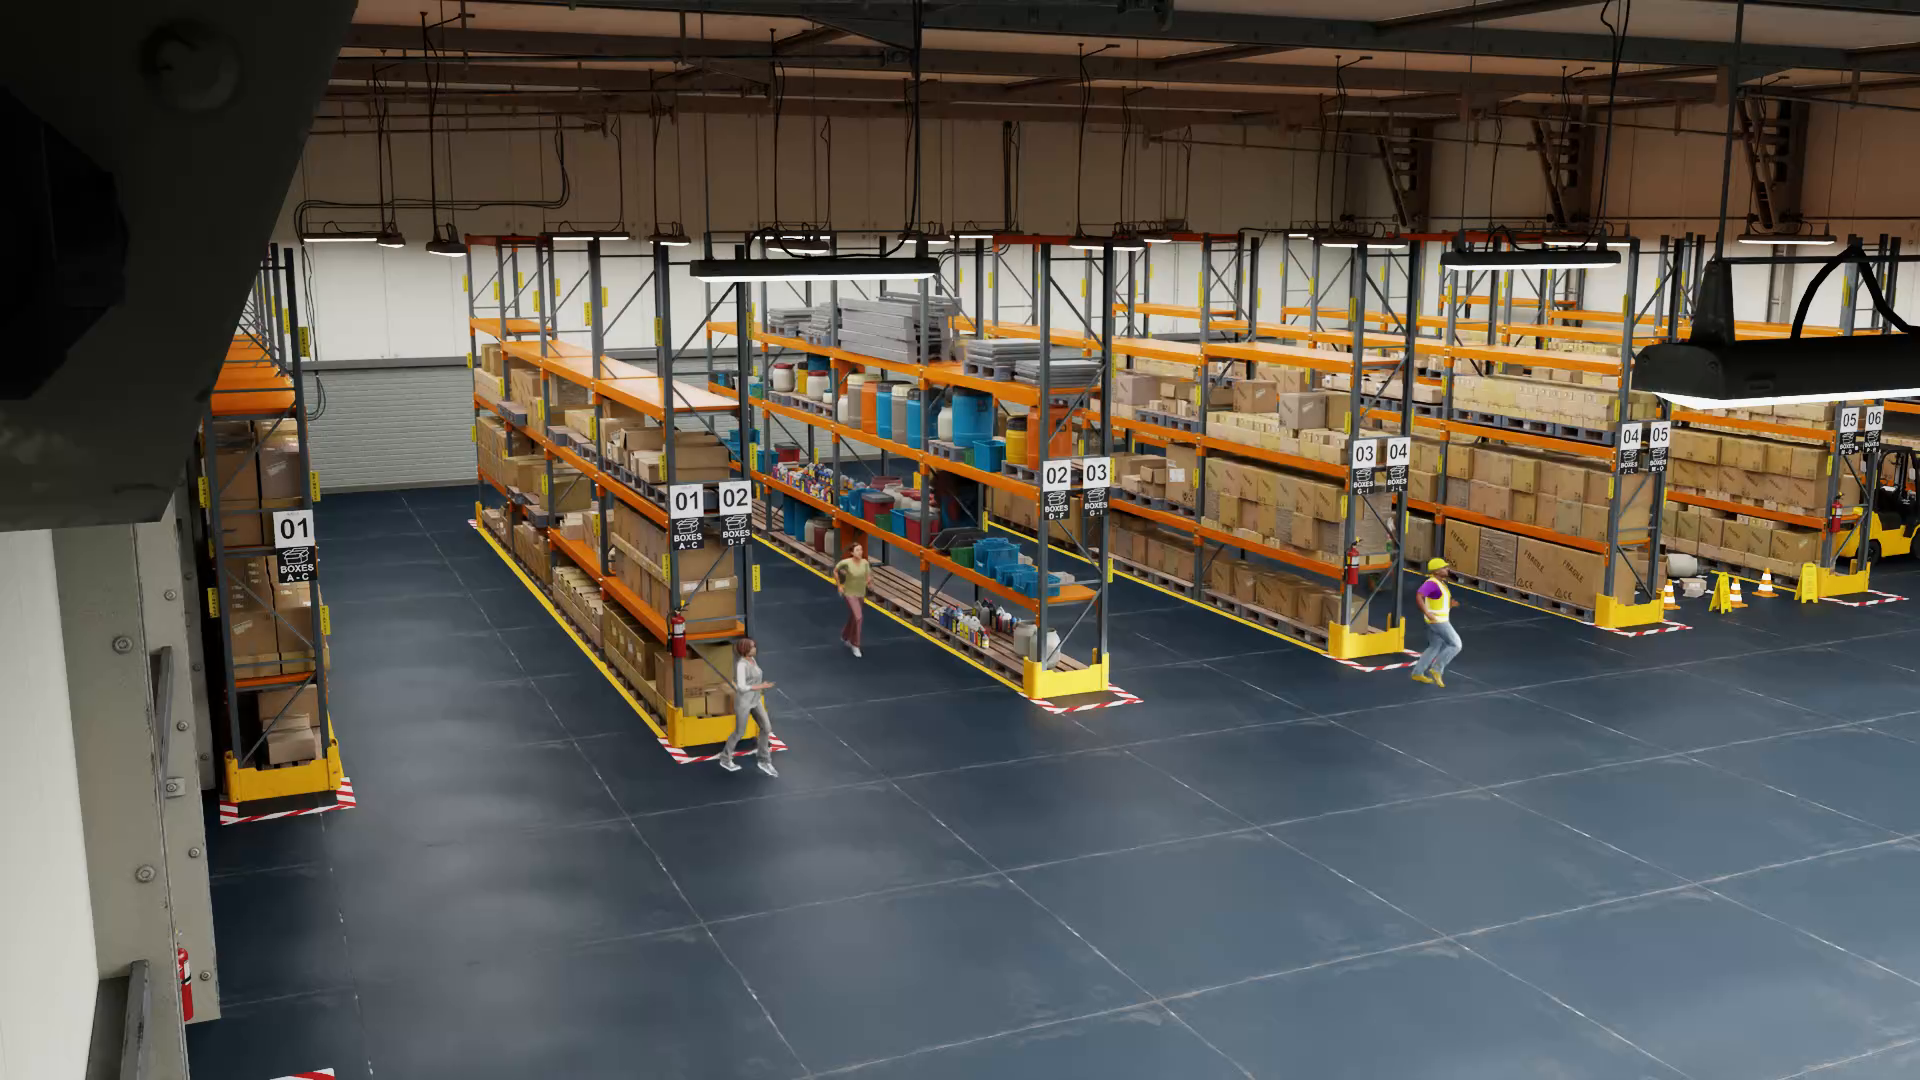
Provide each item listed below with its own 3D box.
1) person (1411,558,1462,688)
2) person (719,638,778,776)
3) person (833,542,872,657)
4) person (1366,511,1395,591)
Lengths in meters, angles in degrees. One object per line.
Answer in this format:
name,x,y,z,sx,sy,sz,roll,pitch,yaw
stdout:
person,6.541,1.126,22.806,0.655,1.761,0.693,2,11,11
person,-2.436,1.910,19.024,0.684,1.624,0.538,4,12,18
person,-1.563,0.846,24.479,0.497,1.698,0.818,-8,14,-37
person,7.215,0.032,28.299,0.643,1.743,0.615,-10,15,-41
